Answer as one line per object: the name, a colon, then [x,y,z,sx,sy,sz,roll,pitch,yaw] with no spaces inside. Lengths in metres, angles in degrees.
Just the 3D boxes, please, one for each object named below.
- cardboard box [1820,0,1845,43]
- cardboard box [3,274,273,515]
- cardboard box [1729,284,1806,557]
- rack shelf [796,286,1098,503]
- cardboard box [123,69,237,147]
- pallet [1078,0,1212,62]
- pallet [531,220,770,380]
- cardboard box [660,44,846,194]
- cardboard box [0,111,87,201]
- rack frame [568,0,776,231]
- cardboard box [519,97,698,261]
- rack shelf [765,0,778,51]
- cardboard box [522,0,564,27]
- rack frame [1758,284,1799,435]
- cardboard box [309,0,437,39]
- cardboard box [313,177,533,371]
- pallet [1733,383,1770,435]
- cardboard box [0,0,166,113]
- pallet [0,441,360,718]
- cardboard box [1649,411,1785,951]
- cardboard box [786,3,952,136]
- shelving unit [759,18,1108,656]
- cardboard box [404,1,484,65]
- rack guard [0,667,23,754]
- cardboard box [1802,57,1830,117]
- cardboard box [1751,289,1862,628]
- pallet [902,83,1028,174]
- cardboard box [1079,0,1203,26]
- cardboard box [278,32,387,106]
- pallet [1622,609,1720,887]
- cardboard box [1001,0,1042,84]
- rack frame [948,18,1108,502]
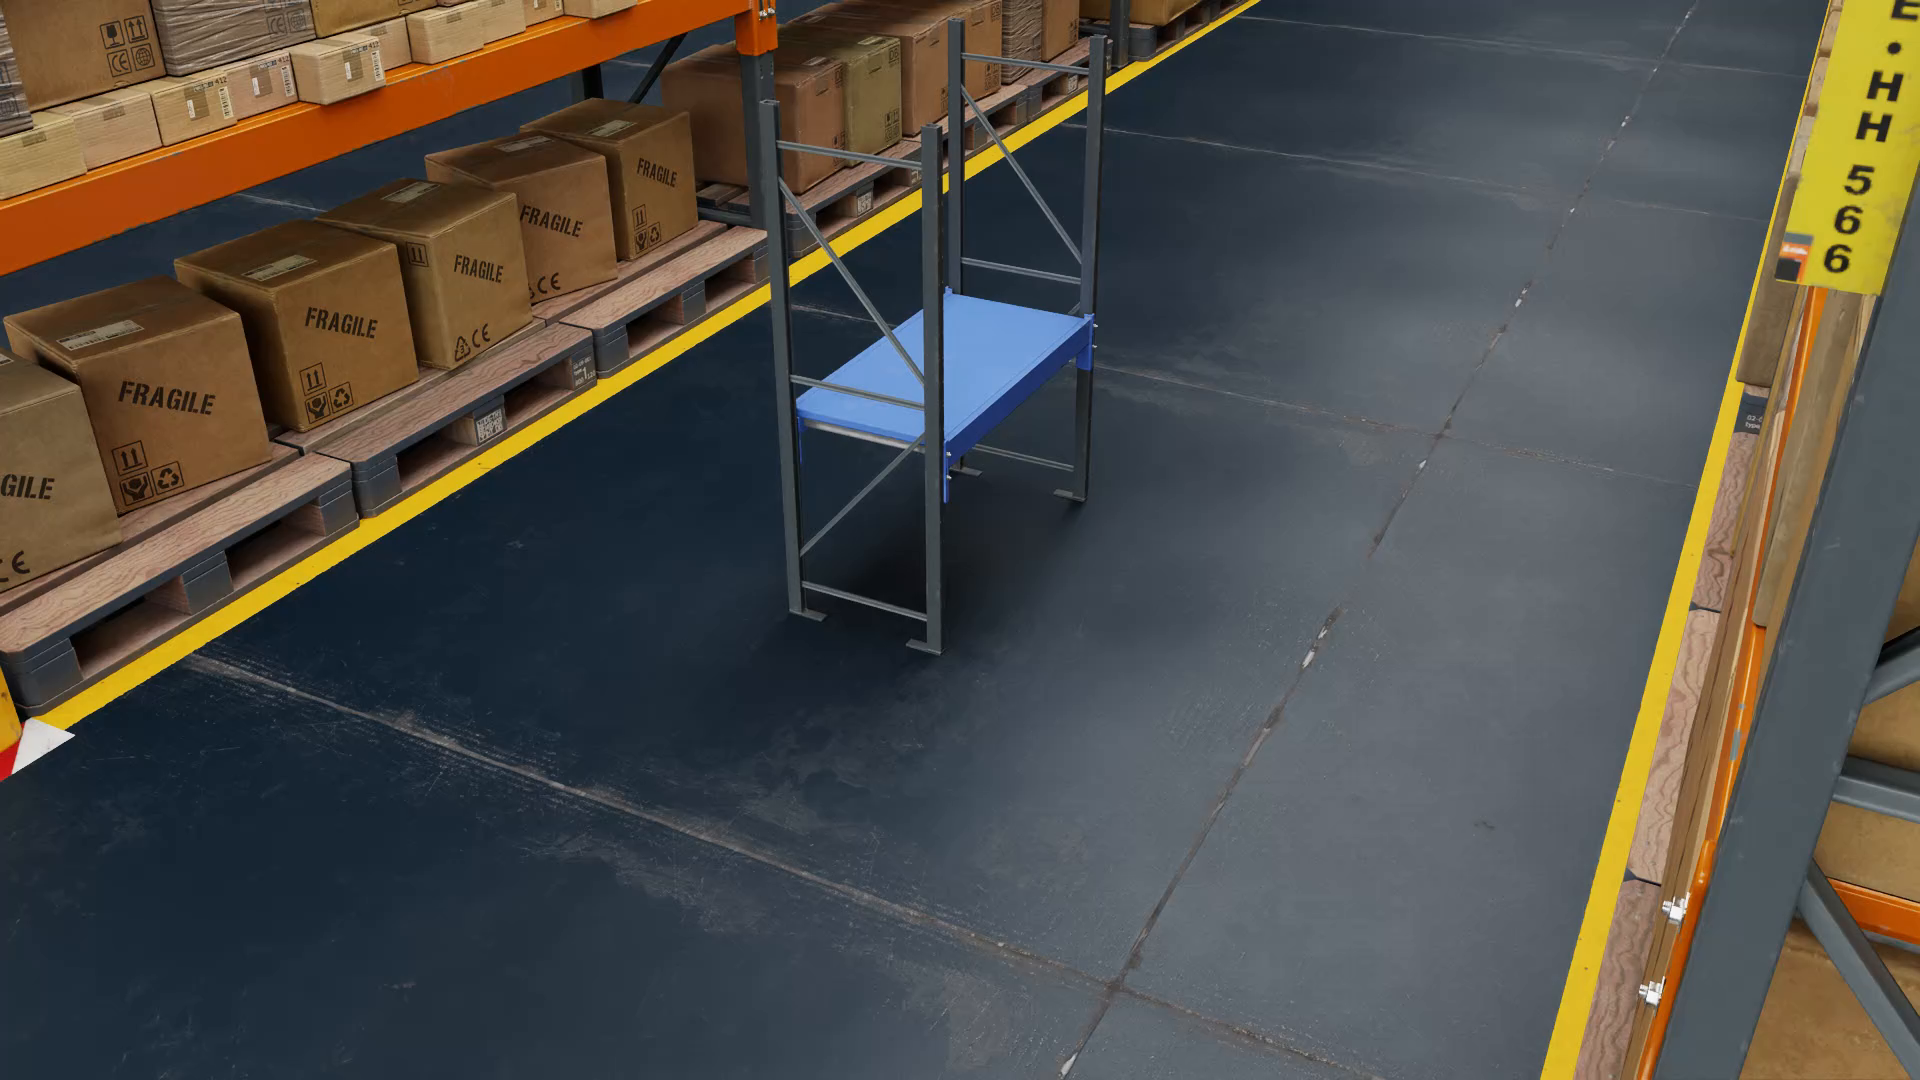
cardboard box: [4.591,-2.150,7.820,1.050,0.750,0.750,14,33,23]
cardboard box: [-2.524,-0.461,5.129,0.500,0.500,0.500,24,38,36]
cardboard box: [2.778,-0.418,4.677,0.875,0.875,0.875,15,33,24]
rack shelf: [-0.039,-0.457,4.900,0.538,0.185,1.000,14,33,23]
cardboard box: [-2.249,-1.219,4.613,0.380,0.149,0.250,14,33,23]
pallet: [1.005,-3.486,11.109,1.003,0.211,1.213,14,33,23]
pallet: [-1.518,-1.075,6.910,1.003,0.211,1.213,14,33,23]
cardboard box: [-0.944,-1.964,7.727,0.700,0.500,0.500,12,32,20]
cardboard box: [-2.465,-0.994,4.221,0.380,0.149,0.250,14,33,23]
rack frame: [-1.243,-2.590,6.748,1.000,3.000,0.127,14,33,23]
cardboard box: [-1.461,-1.520,6.973,0.500,0.500,0.500,13,32,22]
rack shelf: [-0.332,-3.165,8.471,1.077,0.370,4.000,14,33,23]
cardboard box: [-1.615,-1.896,5.792,0.380,0.149,0.250,14,33,23]
rack frame: [3.126,-1.420,4.711,1.000,3.000,0.127,14,33,23]
cardboard box: [-2.165,-1.906,5.159,0.875,0.500,0.500,14,33,23]
cardboard box: [-1.928,-0.971,6.018,0.500,0.500,0.500,11,32,19]
pallet: [3.411,-0.570,6.031,1.003,0.211,1.213,14,33,23]
cardboard box: [-2.669,-1.476,4.408,0.875,0.500,0.500,14,33,23]
pallet: [-2.629,0.007,5.027,1.003,0.211,1.213,14,33,23]
cardboard box: [1.953,0.386,3.277,0.875,0.875,0.875,14,33,23]
cardboard box: [-0.456,-2.419,8.519,0.700,0.500,0.500,11,32,19]
shelving unit: [-0.039,-0.613,4.811,0.538,1.500,1.048,14,33,23]
cardboard box: [-1.776,-1.657,5.376,0.380,0.149,0.250,14,33,23]
rack guard: [-3.031,0.233,4.341,1.175,0.500,0.348,14,33,23]
cardboard box: [3.772,-1.349,6.424,1.050,0.750,0.750,14,33,23]
cardboard box: [1.664,-0.135,2.323,0.875,0.550,0.550,14,33,23]
pallet: [-0.335,-2.269,8.989,1.003,0.211,1.213,14,33,23]
cardboard box: [0.912,-3.925,10.785,1.225,0.875,0.875,13,32,21]
cardboard box: [-1.953,-1.423,4.968,0.380,0.149,0.250,14,33,23]
pallet: [2.156,0.651,3.904,1.003,0.211,1.213,14,33,23]
cardboard box: [0.050,-2.920,9.391,0.700,0.500,0.500,12,32,19]
rack frame: [0.193,-0.838,5.203,0.500,1.500,0.032,14,33,23]
